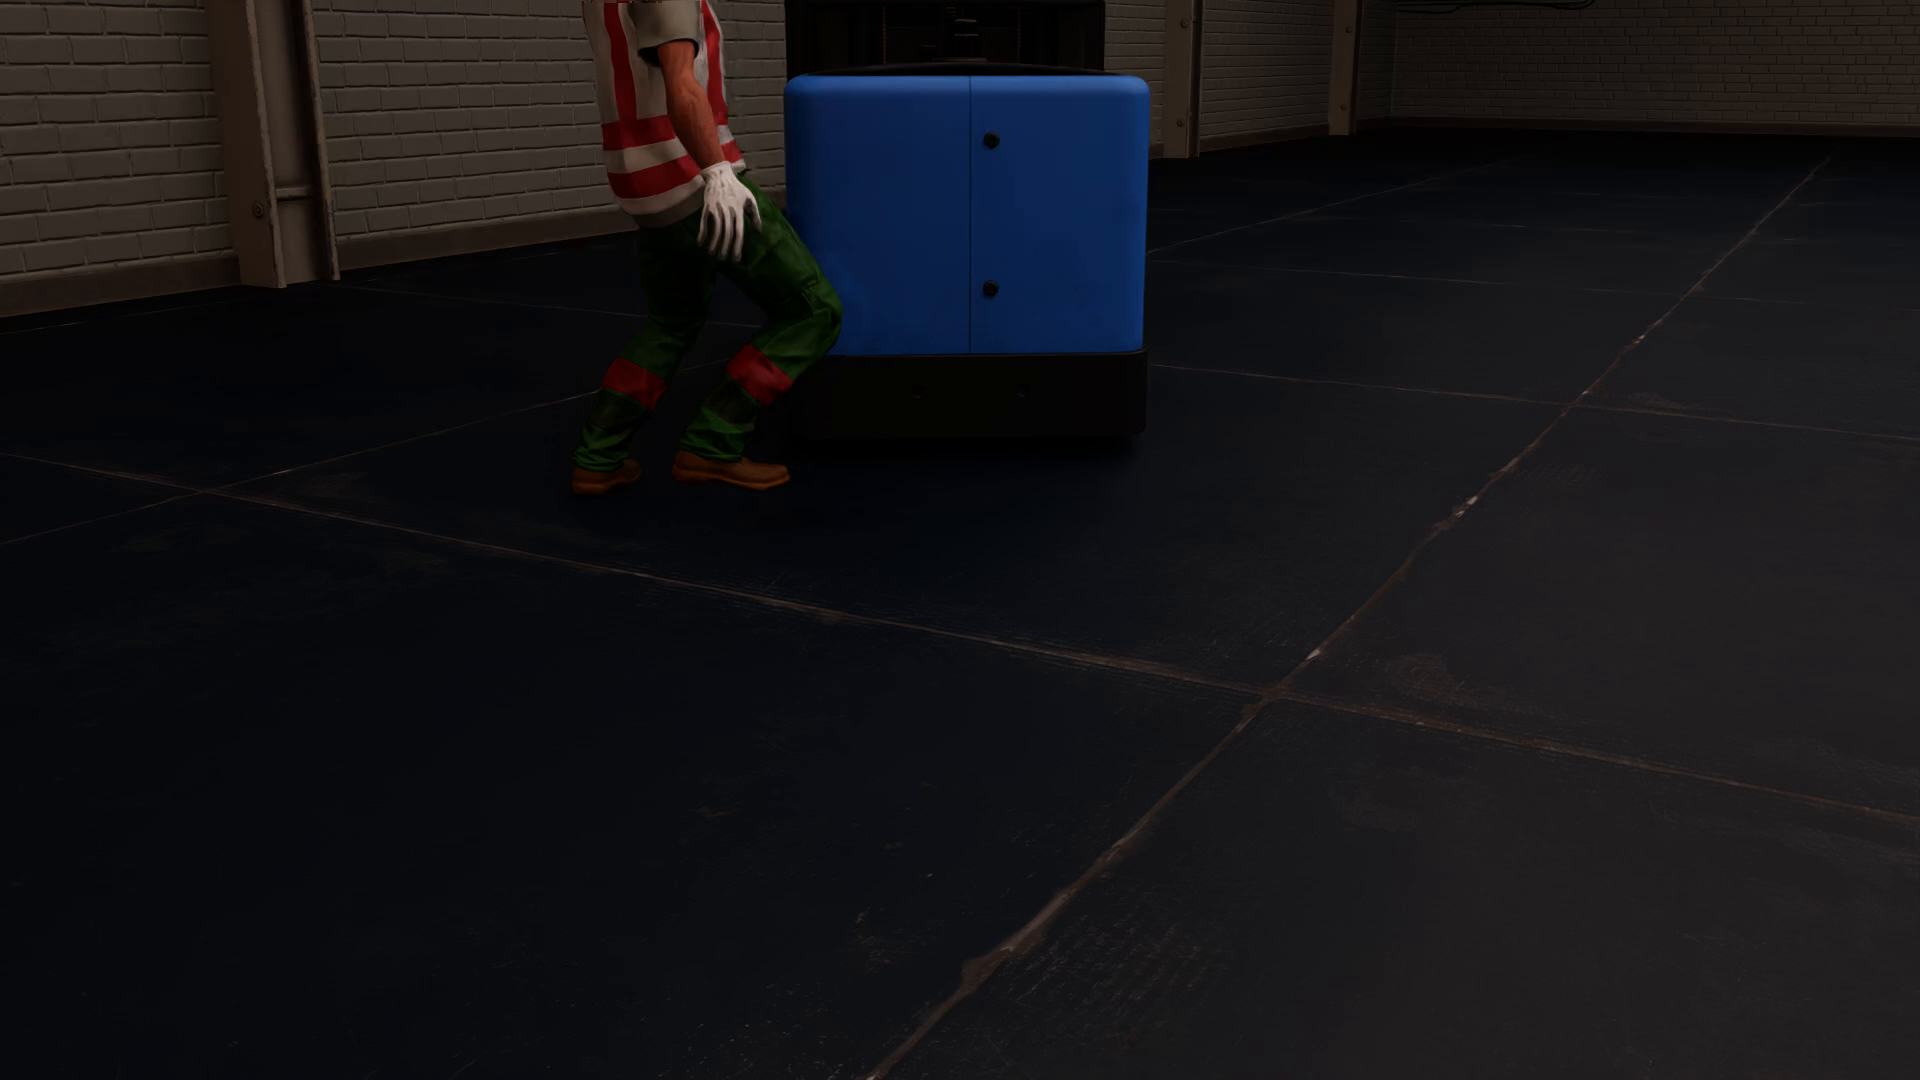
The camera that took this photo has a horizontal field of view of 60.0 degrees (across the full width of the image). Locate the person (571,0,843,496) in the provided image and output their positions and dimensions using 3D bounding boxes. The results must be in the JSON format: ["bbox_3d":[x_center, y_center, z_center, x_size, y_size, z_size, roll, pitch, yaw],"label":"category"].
[{"bbox_3d":[-0.681,-0.895,4.163,0.600,1.669,0.968,-7,18,-23],"label":"person"}]

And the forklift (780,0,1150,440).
[{"bbox_3d":[-0.066,-2.057,5.839,1.130,2.935,3.031,-1,16,-3],"label":"forklift"}]
